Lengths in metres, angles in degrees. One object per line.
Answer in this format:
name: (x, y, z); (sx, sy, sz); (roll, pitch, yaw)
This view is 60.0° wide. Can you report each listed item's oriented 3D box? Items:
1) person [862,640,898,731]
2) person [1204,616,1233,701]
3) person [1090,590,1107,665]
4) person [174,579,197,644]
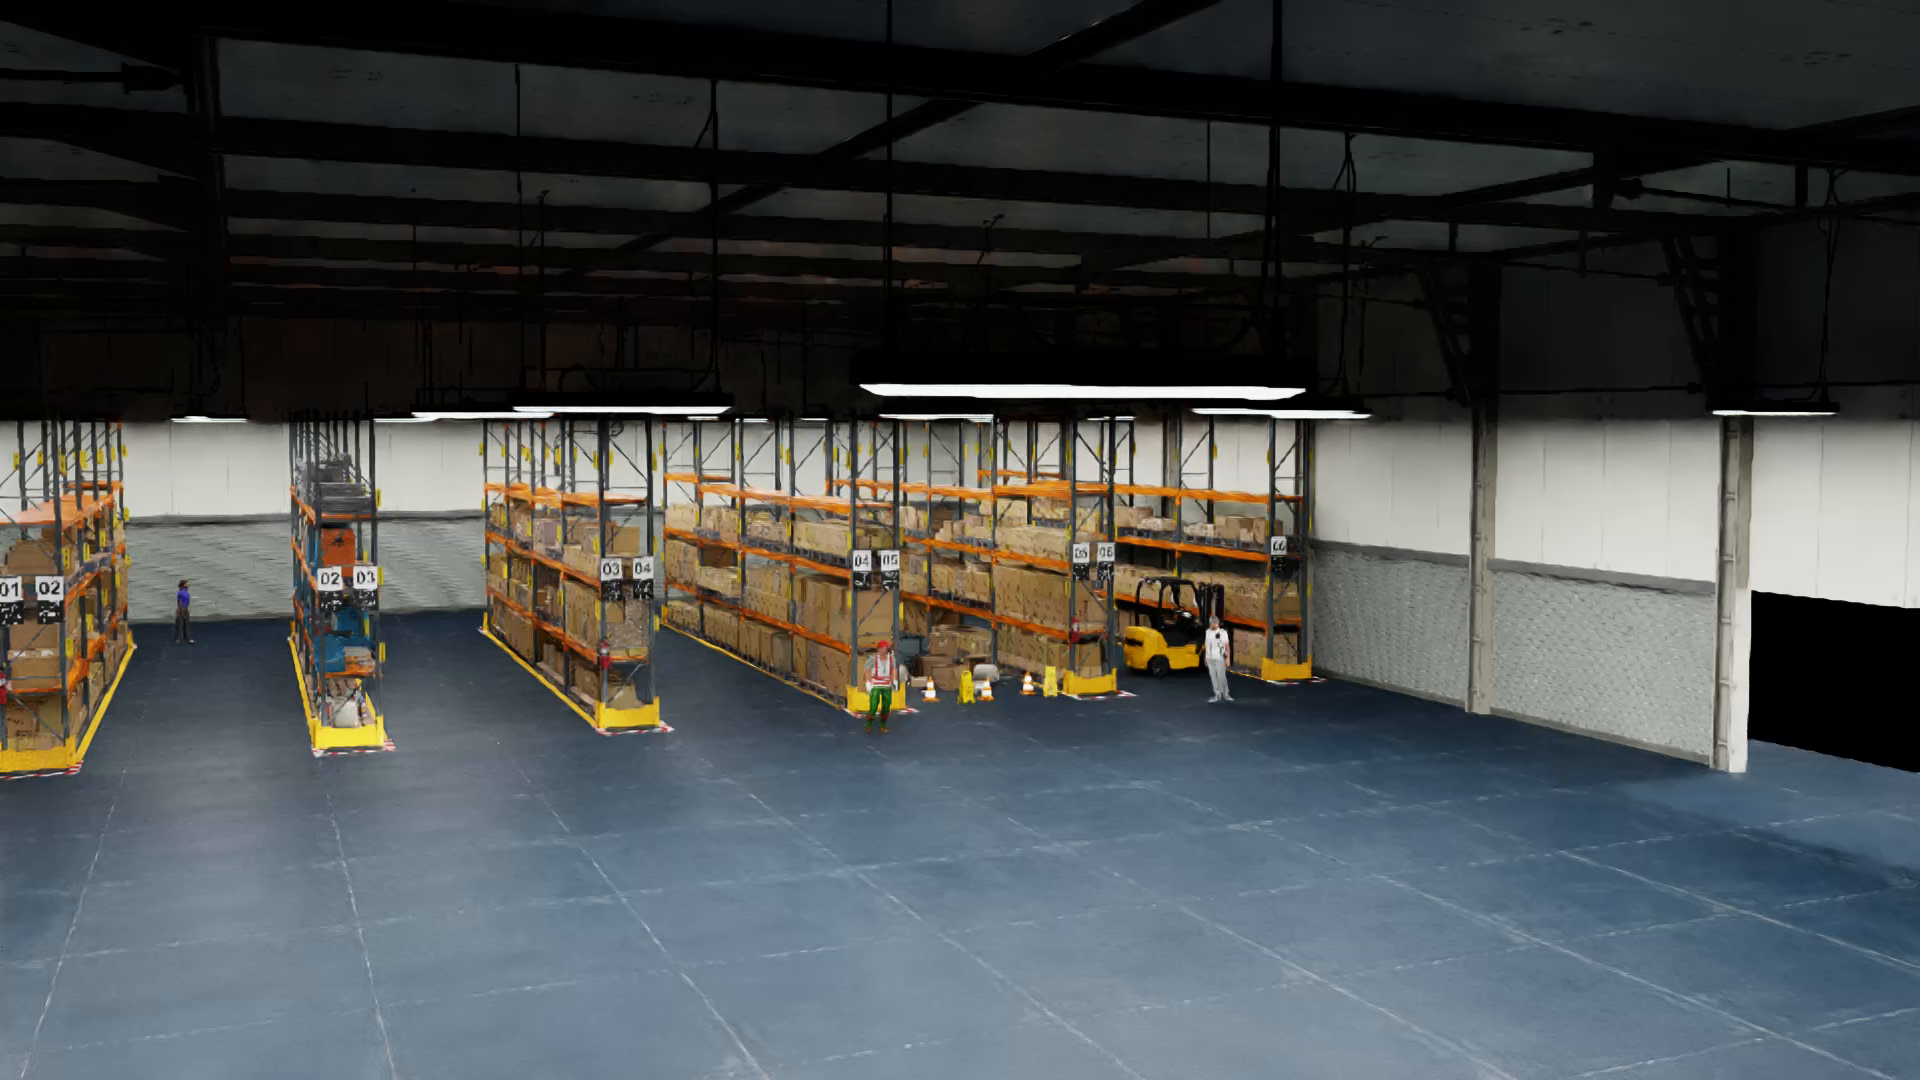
person: (-1.478, 2.700, 30.845); (0.663, 1.742, 0.552); (-2, 4, -25)
person: (5.323, 2.435, 34.291); (0.651, 1.751, 0.446); (3, 5, 40)
person: (3.188, 2.063, 39.411); (0.591, 1.778, 0.675); (0, 4, 2)
person: (-20.239, 1.854, 43.324); (0.449, 1.662, 0.580); (0, 4, -2)
